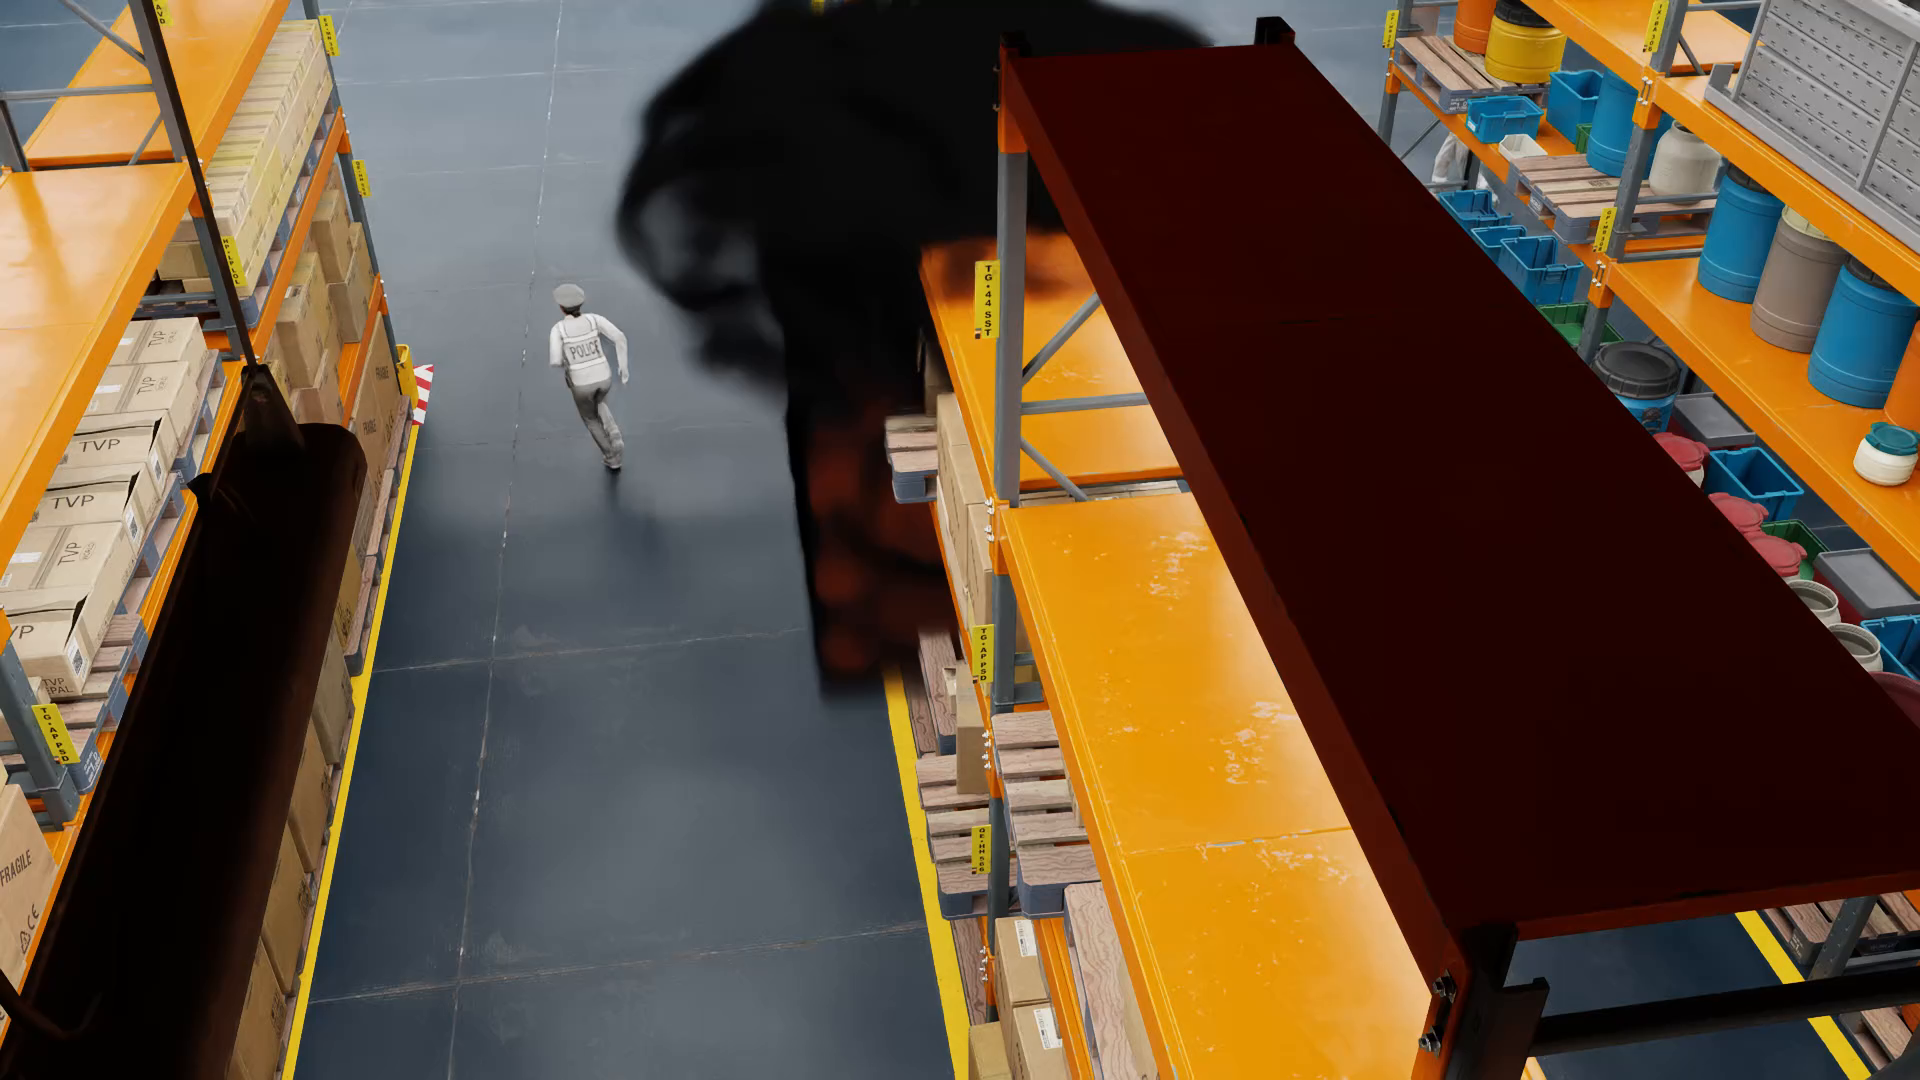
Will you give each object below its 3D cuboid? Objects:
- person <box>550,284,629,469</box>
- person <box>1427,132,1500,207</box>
[{"bbox_3d":[-3.111,-1.351,13.959,0.604,1.612,0.668,-25,43,-30],"label":"person"},{"bbox_3d":[5.424,-4.339,17.834,0.930,1.787,0.672,7,37,10],"label":"person"}]
